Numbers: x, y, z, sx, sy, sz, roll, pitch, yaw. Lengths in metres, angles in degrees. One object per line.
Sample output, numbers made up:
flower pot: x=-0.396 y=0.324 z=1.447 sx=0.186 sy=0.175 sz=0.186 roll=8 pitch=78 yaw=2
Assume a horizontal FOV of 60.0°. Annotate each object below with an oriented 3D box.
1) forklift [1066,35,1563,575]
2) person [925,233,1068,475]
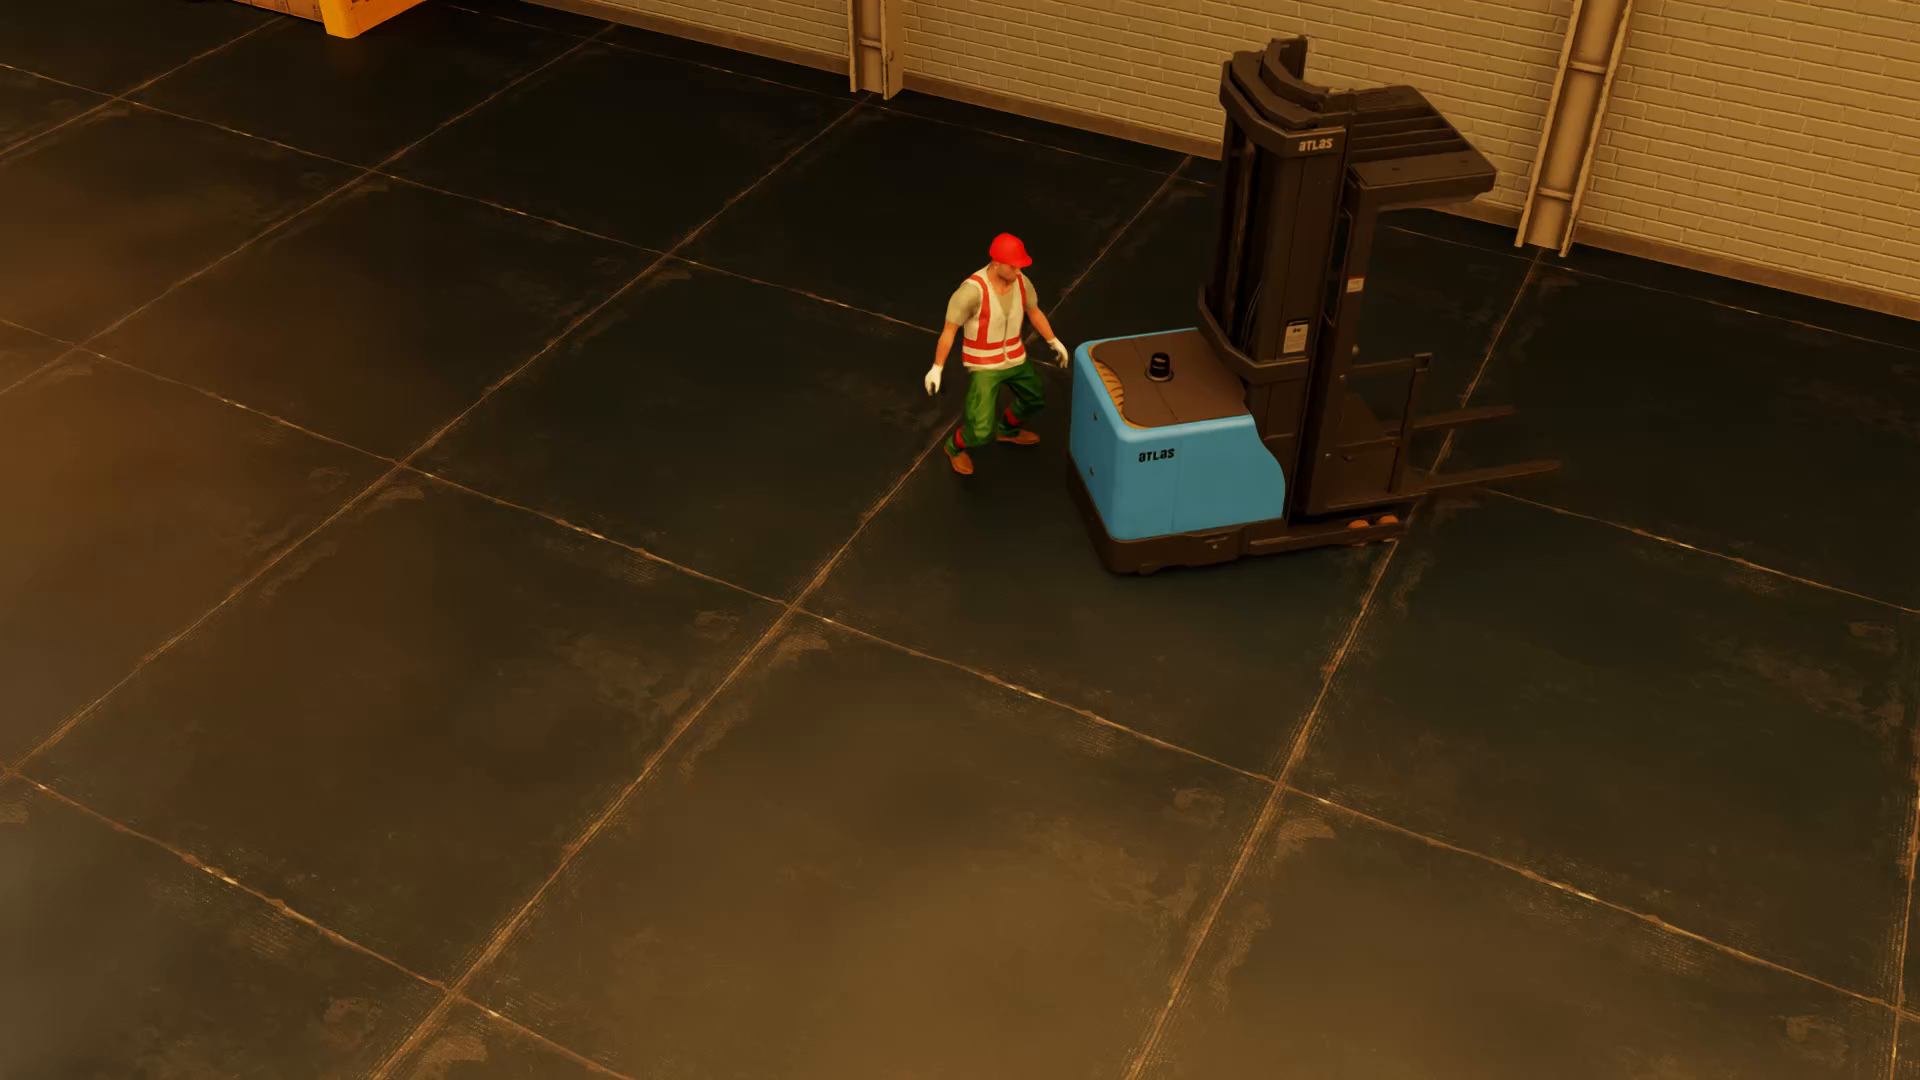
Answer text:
forklift: x=2.248 y=-1.405 z=9.655 sx=3.031 sy=2.935 sz=1.130 roll=-8 pitch=41 yaw=-10
person: x=0.228 y=-1.120 z=10.301 sx=0.949 sy=1.678 sz=0.553 roll=-22 pitch=45 yaw=-24
